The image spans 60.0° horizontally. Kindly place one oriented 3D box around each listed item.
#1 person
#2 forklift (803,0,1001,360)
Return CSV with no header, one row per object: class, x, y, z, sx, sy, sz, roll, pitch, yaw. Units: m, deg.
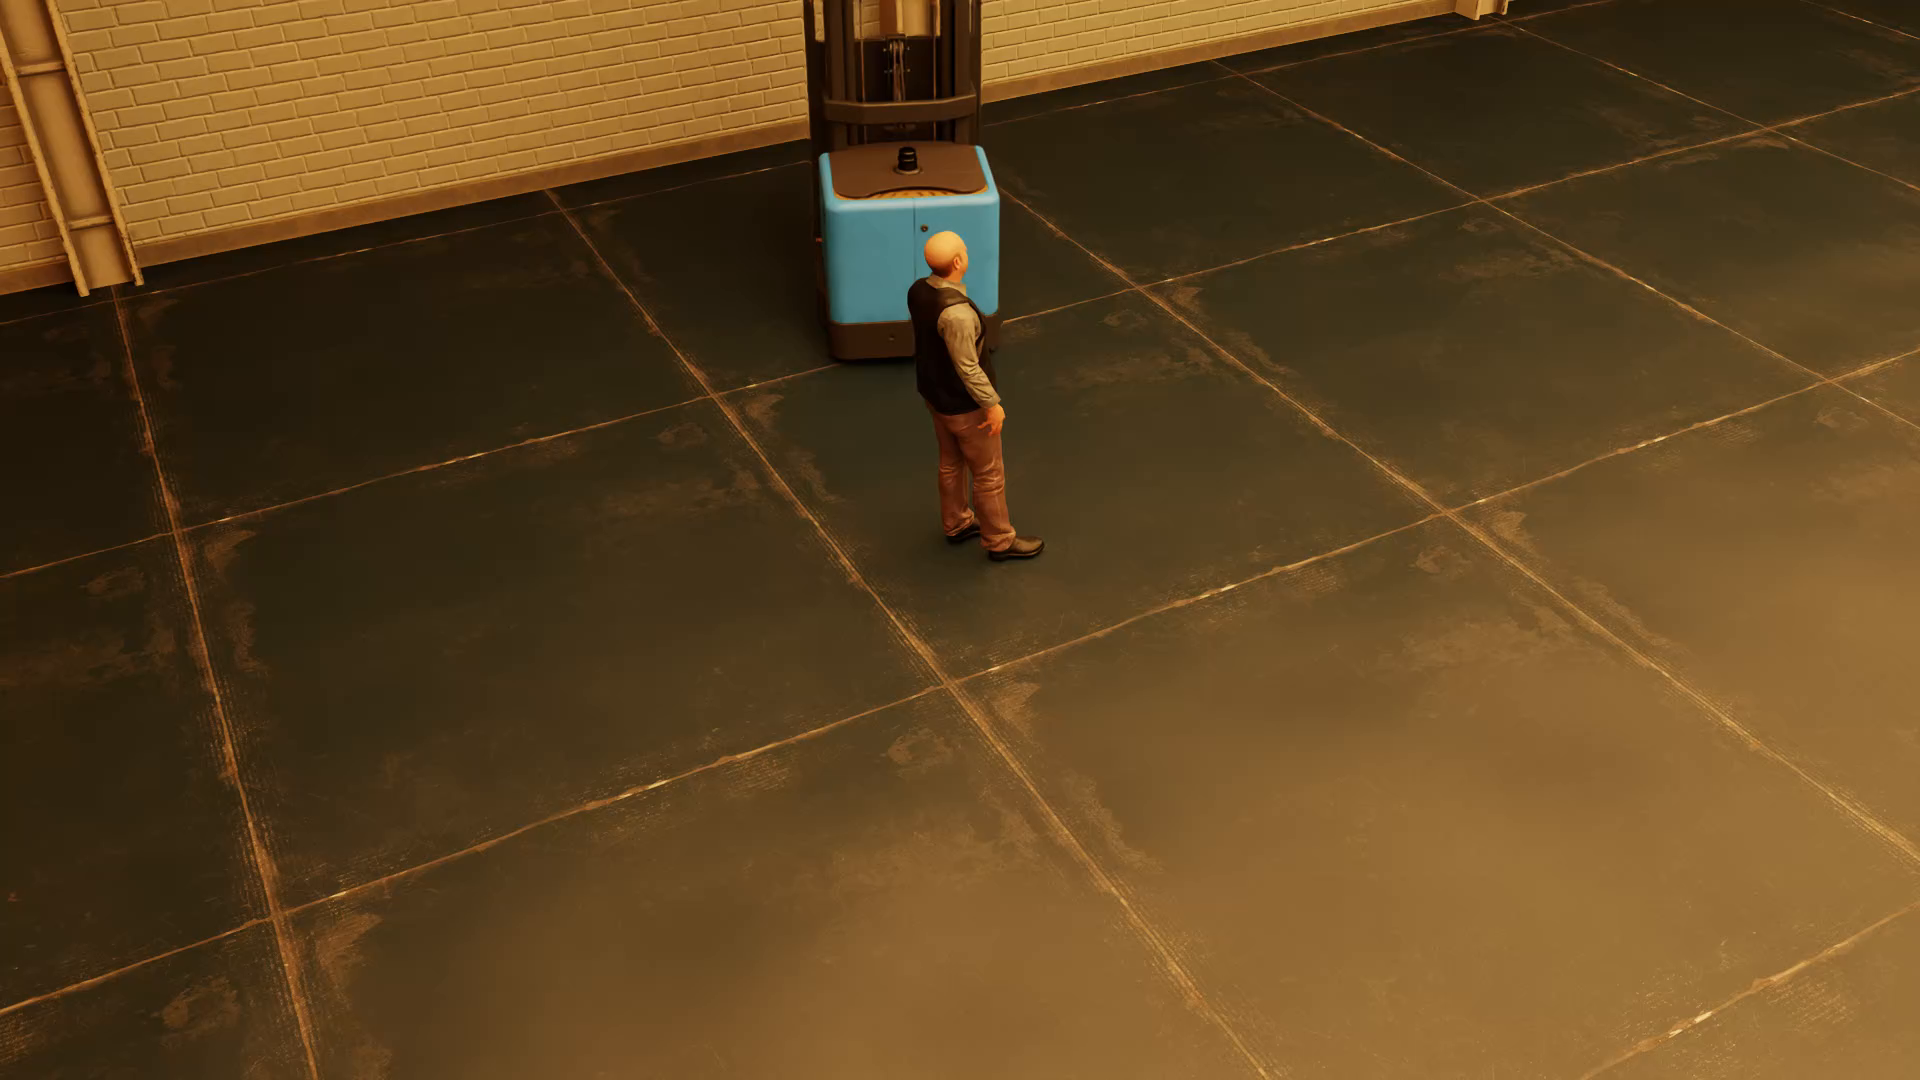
person,0.058,-0.721,8.179,0.568,1.720,0.632,-17,39,-23
forklift,-0.443,-3.128,10.548,1.130,2.935,3.031,-4,35,-6
